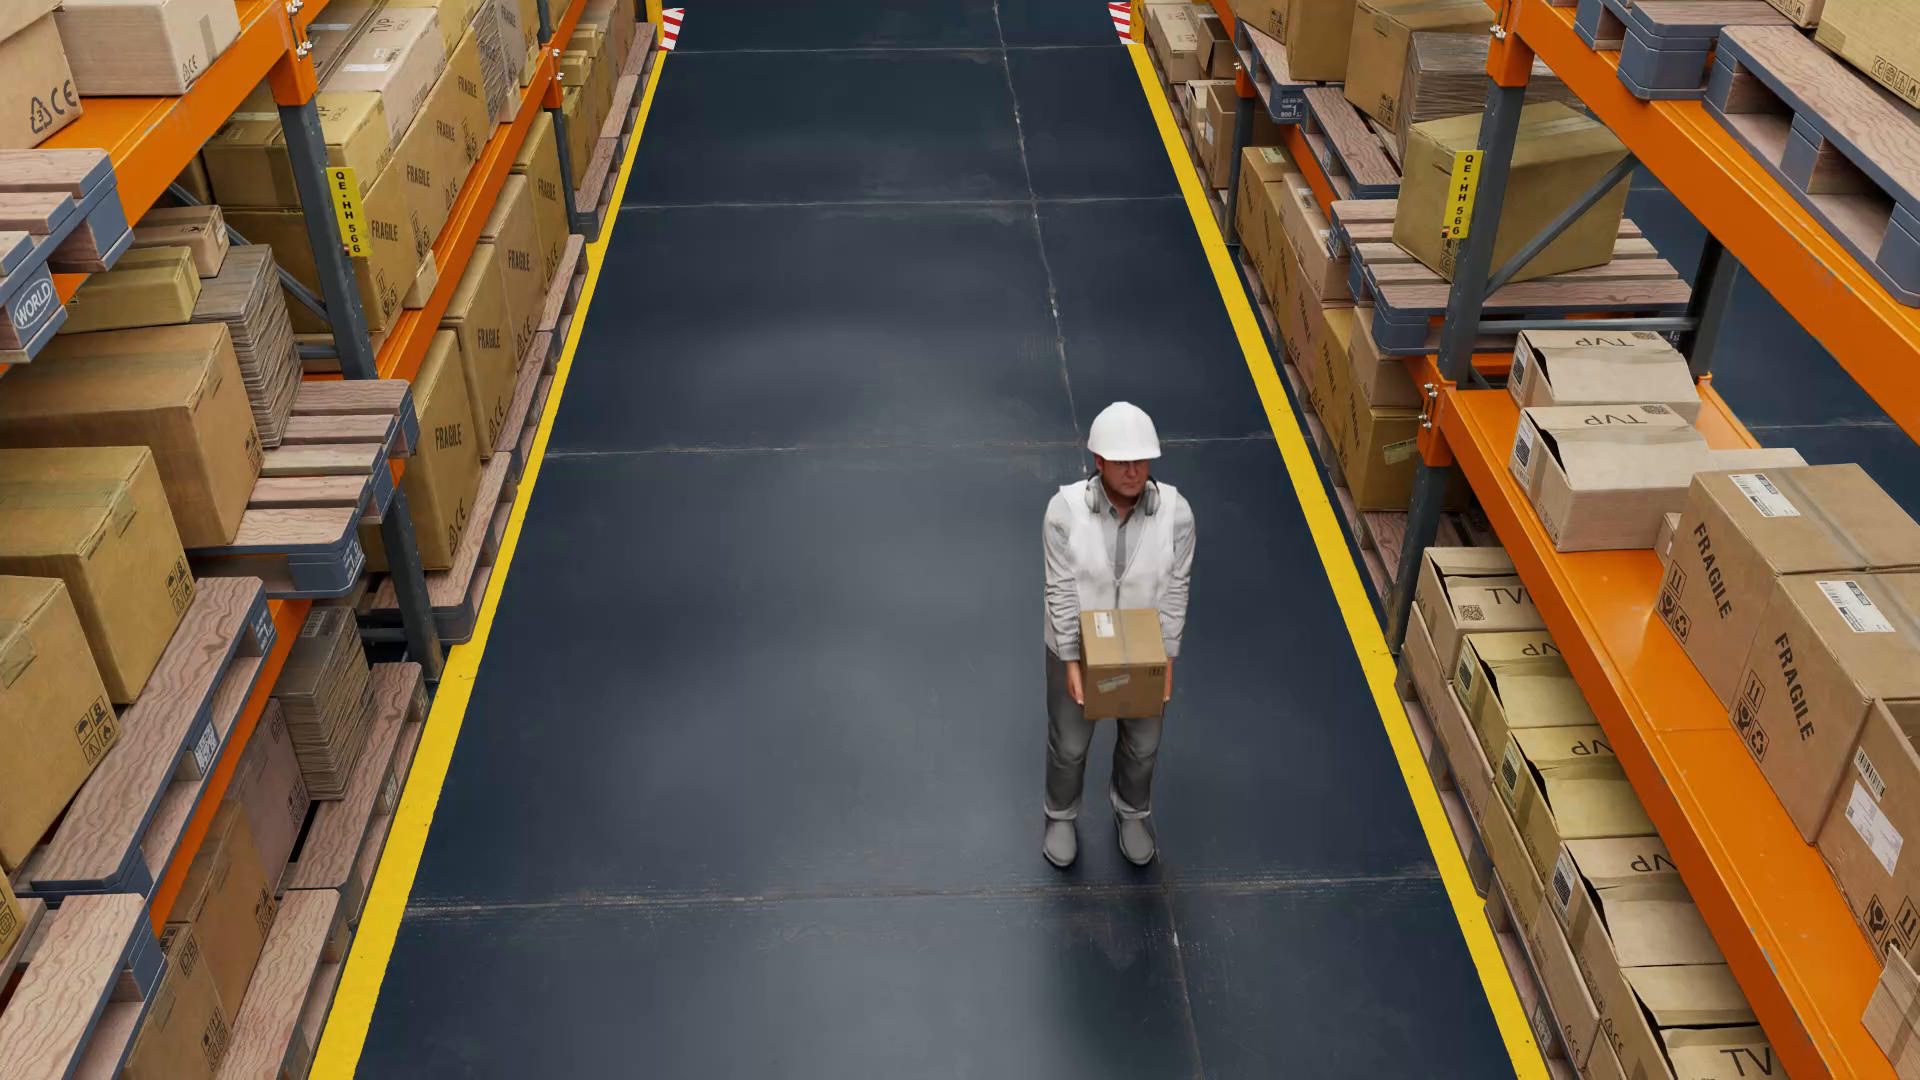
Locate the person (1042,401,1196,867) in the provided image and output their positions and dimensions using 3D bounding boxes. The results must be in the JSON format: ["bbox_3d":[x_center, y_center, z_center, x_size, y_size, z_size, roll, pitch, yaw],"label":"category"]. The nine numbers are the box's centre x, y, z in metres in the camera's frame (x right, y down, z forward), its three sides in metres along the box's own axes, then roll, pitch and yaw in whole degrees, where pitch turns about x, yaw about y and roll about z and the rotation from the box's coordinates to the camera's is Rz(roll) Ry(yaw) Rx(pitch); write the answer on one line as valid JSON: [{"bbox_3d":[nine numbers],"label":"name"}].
[{"bbox_3d":[0.520,0.400,5.554,0.499,1.768,0.554,-2,35,-2],"label":"person"}]
